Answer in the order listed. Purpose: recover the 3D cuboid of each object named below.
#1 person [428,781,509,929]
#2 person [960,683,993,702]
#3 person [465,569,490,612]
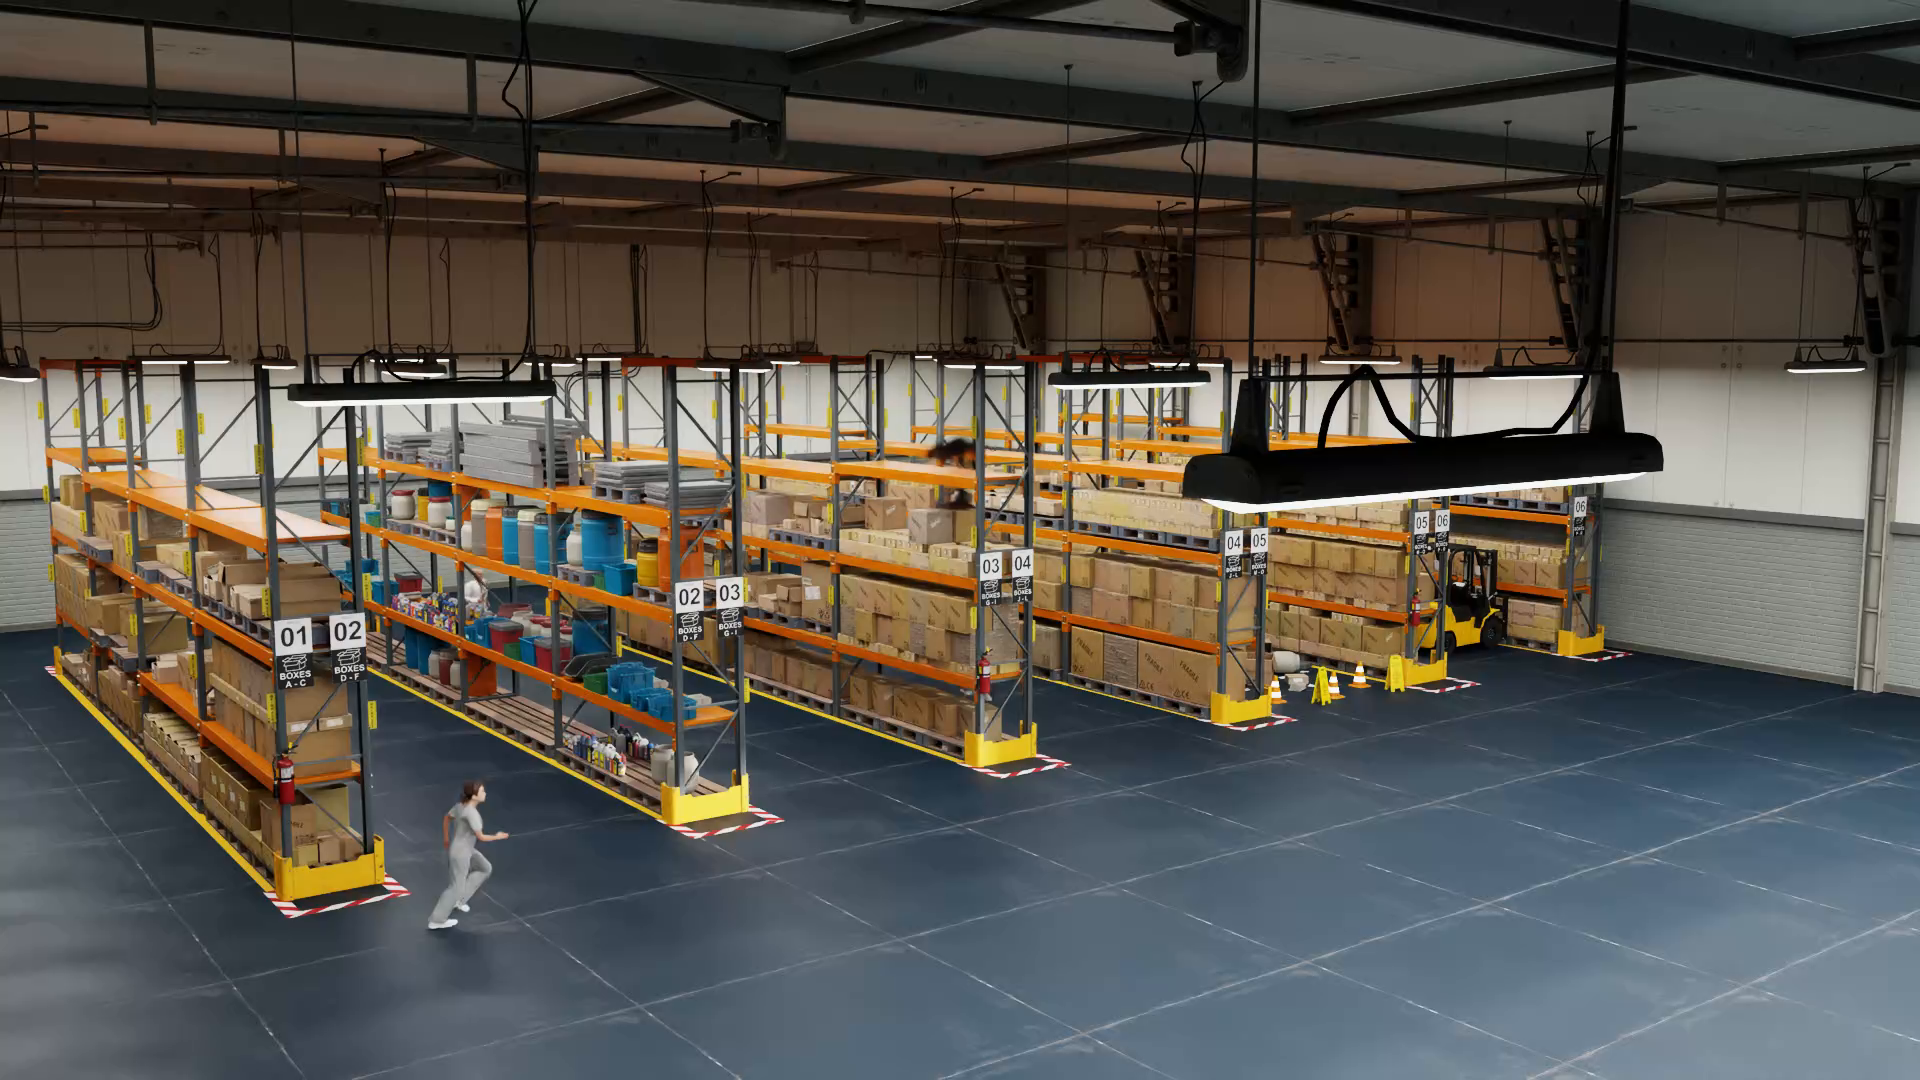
[{"bbox_3d":[-5.340,3.387,18.027,0.874,1.586,0.578,-3,7,-23],"label":"person"},{"bbox_3d":[0.330,1.992,29.300,0.801,1.714,0.550,6,9,43],"label":"person"},{"bbox_3d":[-9.731,1.425,33.376,1.131,1.741,0.690,5,8,35],"label":"person"}]
